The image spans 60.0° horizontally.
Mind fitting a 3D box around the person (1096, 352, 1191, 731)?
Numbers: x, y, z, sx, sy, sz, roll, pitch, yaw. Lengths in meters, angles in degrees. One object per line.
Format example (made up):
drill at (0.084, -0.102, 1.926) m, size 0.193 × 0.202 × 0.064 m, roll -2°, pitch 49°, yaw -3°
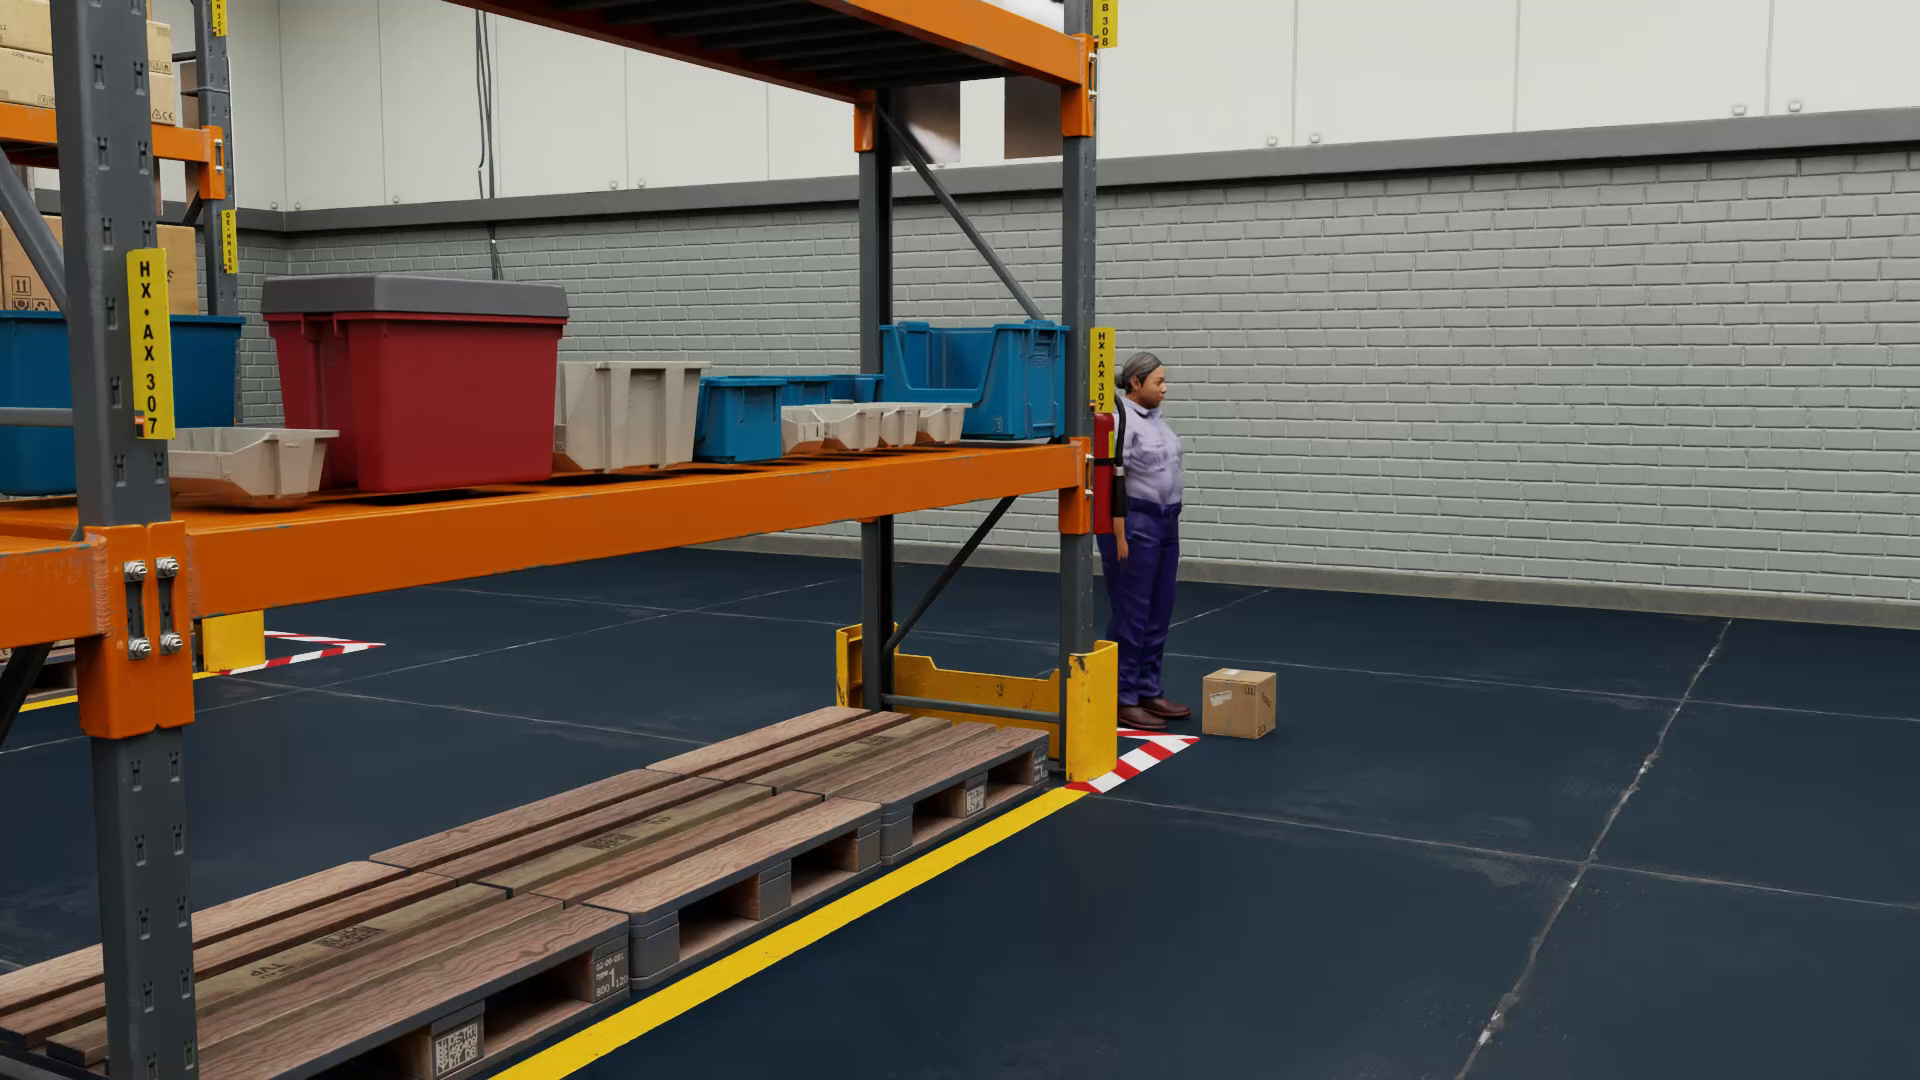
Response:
person at (0.838, -0.009, 7.476) m, size 0.368 × 1.663 × 0.478 m, roll 4°, pitch 7°, yaw 33°
